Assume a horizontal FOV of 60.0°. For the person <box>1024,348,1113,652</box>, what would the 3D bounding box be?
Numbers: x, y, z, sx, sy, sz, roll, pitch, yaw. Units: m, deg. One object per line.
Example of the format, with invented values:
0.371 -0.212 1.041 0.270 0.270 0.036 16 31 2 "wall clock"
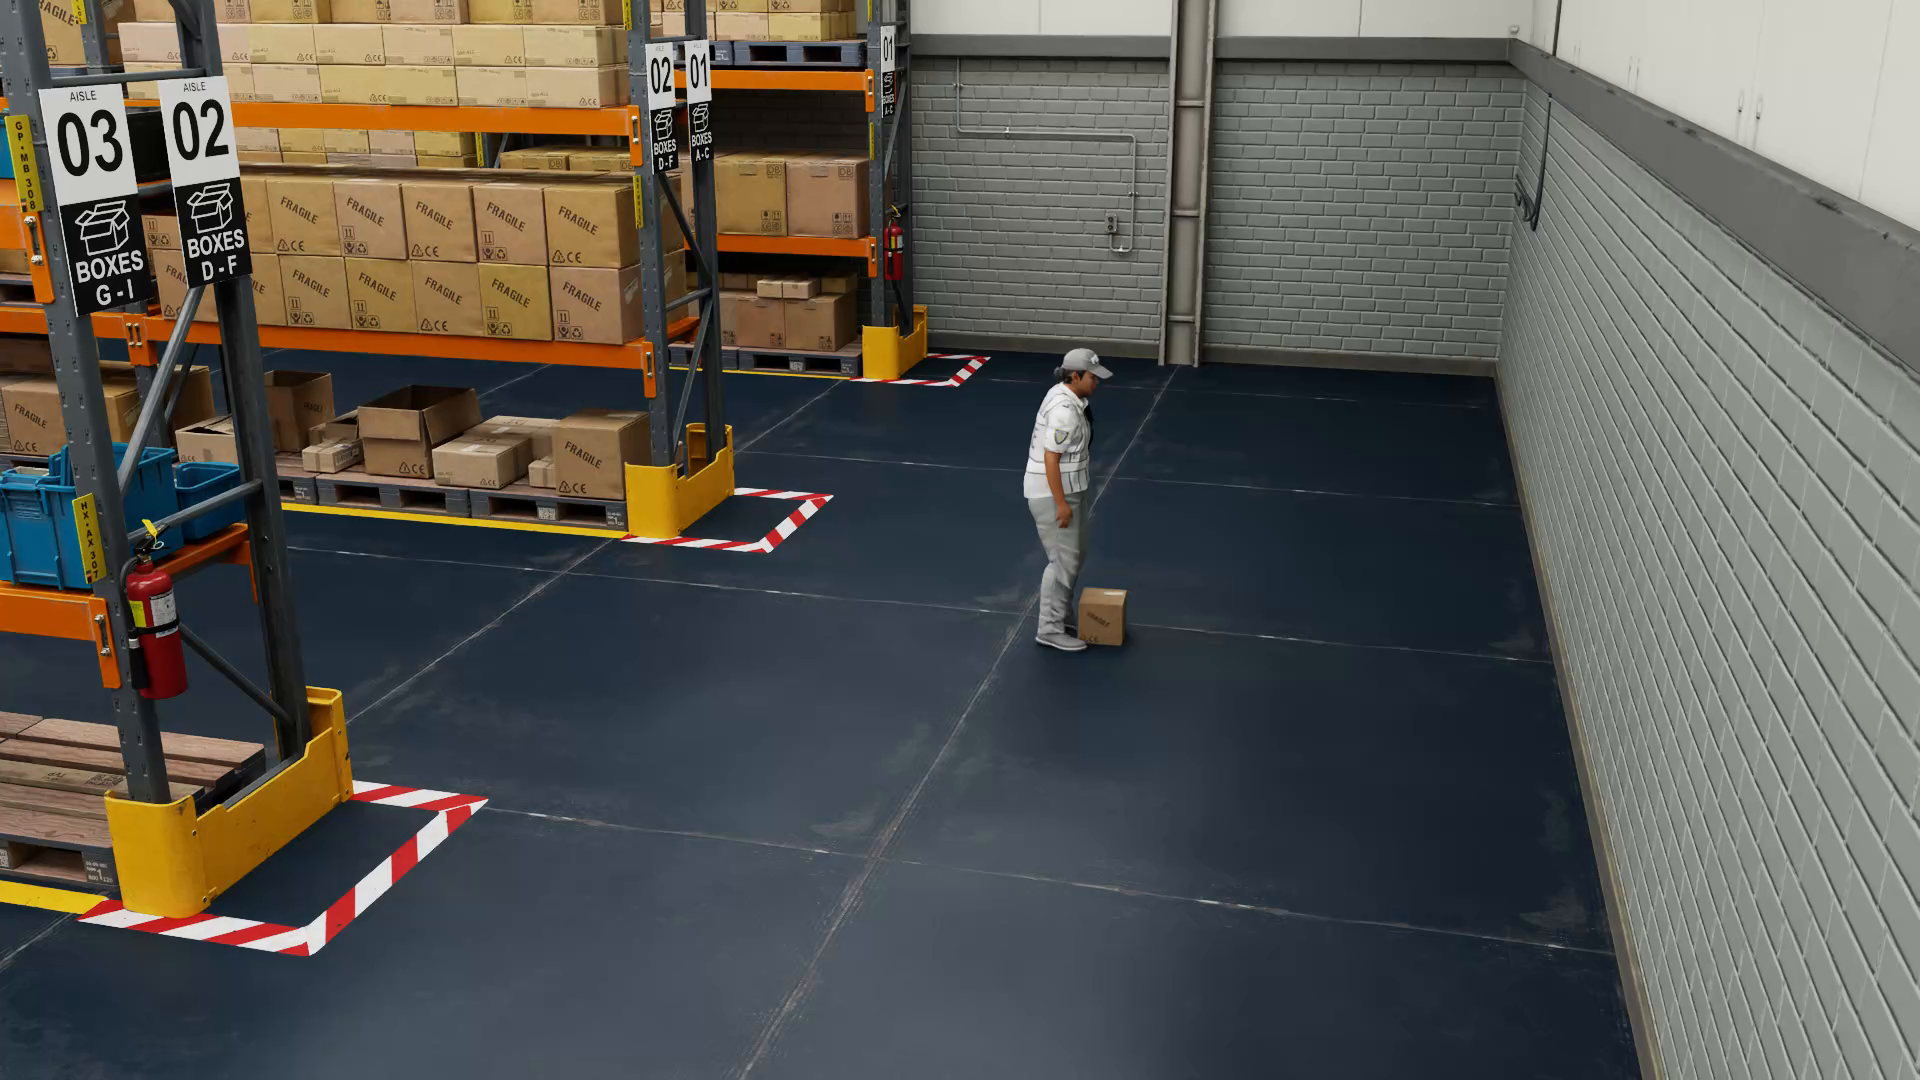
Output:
0.598 -0.248 9.297 0.470 1.664 0.547 4 19 11 "person"
